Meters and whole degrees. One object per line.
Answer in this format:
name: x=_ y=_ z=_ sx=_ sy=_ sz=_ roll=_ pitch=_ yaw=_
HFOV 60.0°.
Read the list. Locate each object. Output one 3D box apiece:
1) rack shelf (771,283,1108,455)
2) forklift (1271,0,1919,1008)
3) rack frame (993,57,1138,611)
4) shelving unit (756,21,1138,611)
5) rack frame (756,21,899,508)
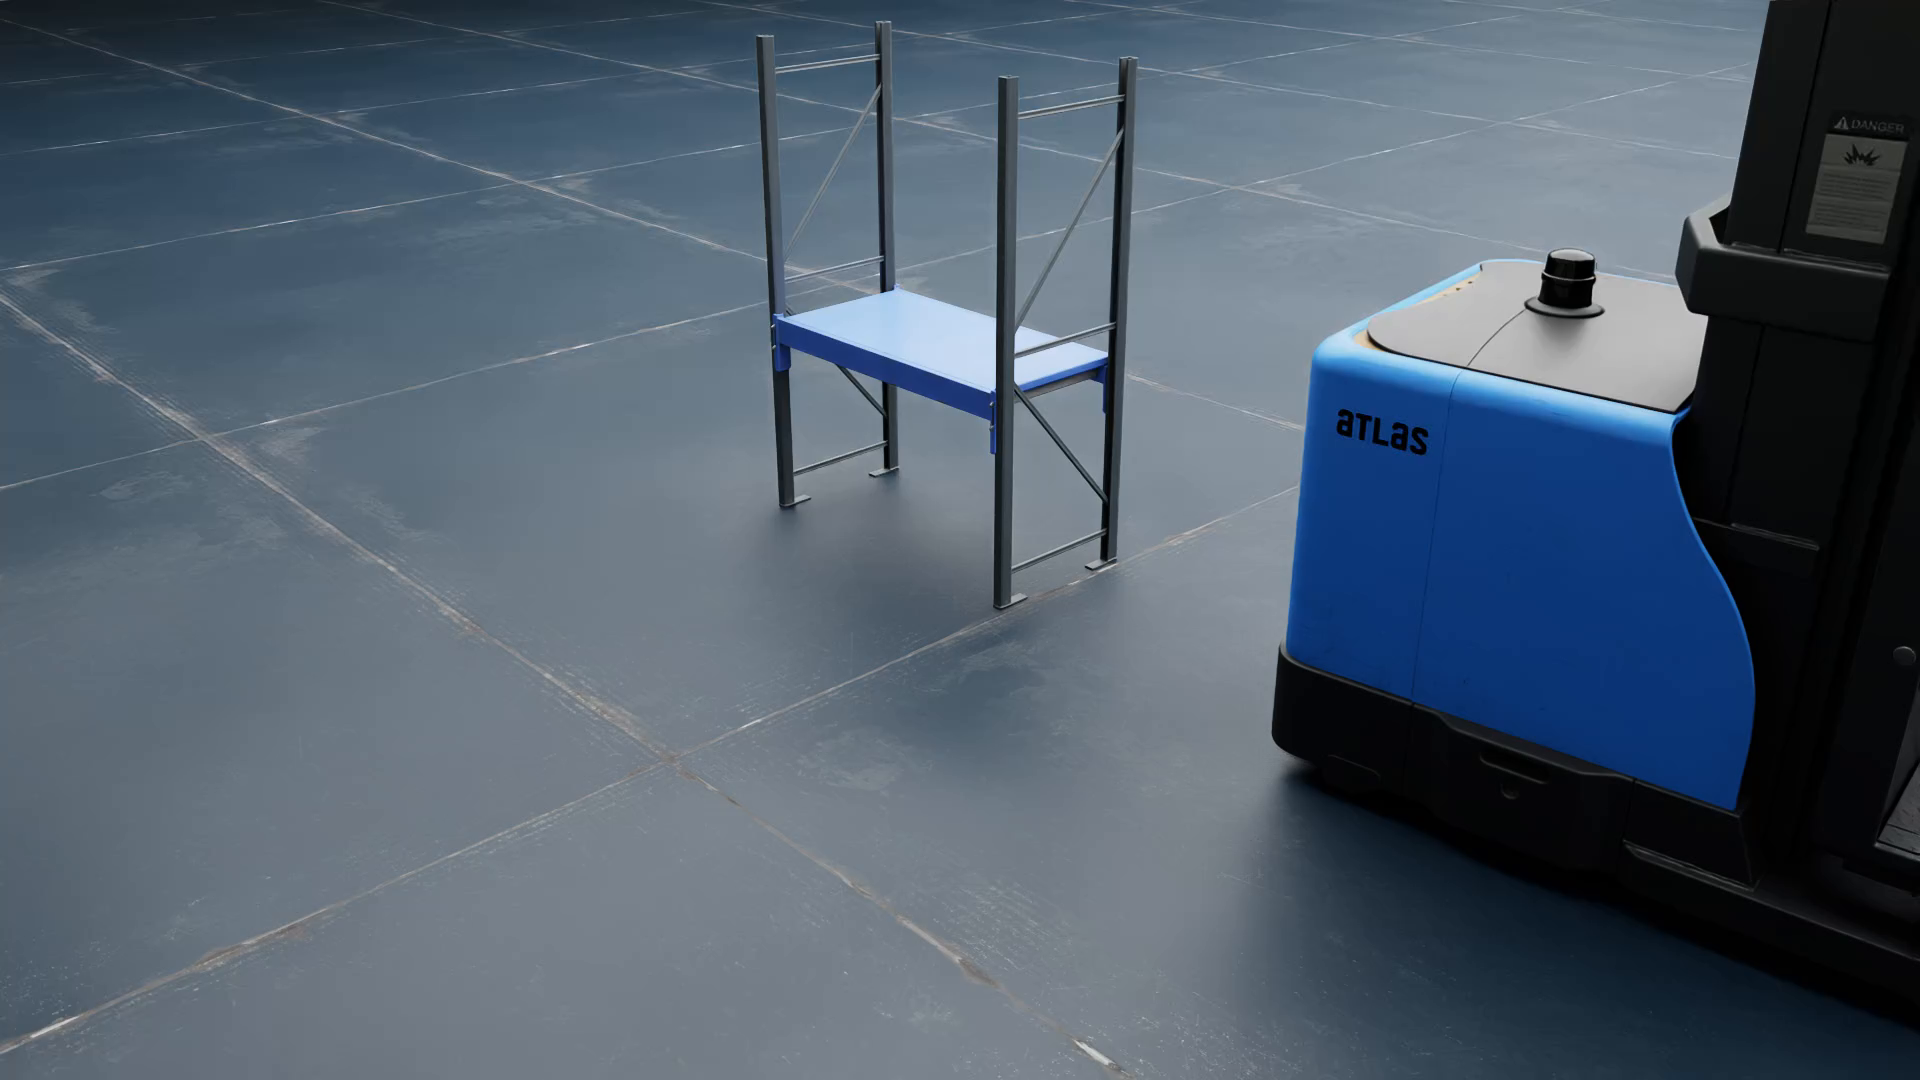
rack shelf: x=-0.058 y=-0.545 z=5.070 sx=0.538 sy=0.185 sz=1.000 roll=-21 pitch=32 yaw=-38
forklift: x=2.216 y=-0.553 z=2.932 sx=3.031 sy=2.935 sz=1.130 roll=19 pitch=31 yaw=35
rack frame: x=0.289 y=-0.554 z=4.658 sx=0.500 sy=1.500 sz=0.032 roll=-21 pitch=32 yaw=-38
shelving unit: x=-0.058 y=-0.708 z=4.995 sx=0.538 sy=1.500 sz=1.048 roll=-21 pitch=32 yaw=-38
rack frame: x=-0.406 y=-0.862 z=5.333 sx=0.500 sy=1.500 sz=0.032 roll=-21 pitch=32 yaw=-38
